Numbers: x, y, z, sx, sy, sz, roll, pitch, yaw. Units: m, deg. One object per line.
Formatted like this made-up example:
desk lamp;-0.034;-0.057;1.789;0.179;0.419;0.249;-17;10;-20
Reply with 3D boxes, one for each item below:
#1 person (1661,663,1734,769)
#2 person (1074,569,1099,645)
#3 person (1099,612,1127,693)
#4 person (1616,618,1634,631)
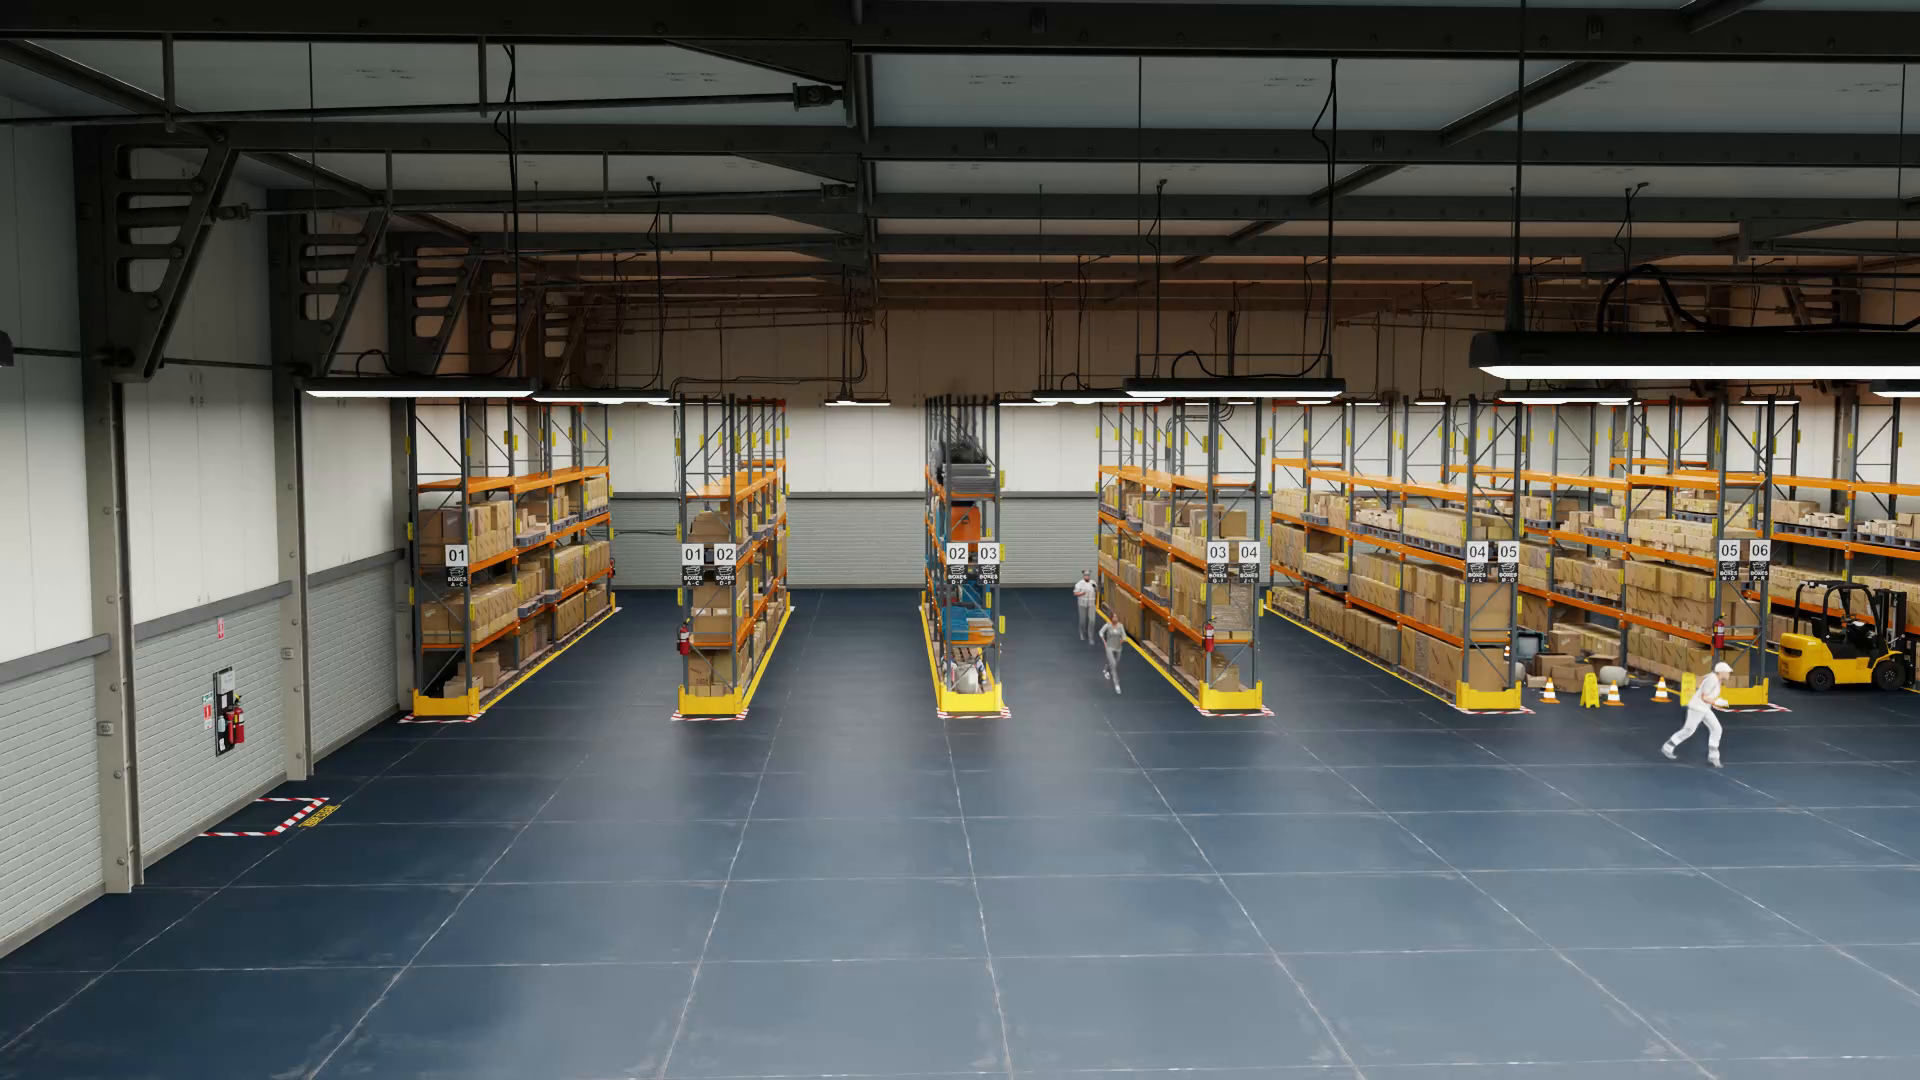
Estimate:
person;11.848;2.795;26.693;1.019;1.732;0.706;3;5;34
person;3.094;1.616;40.595;0.647;1.822;0.816;0;5;-4
person;3.136;2.255;33.929;0.506;1.599;1.035;-1;5;-18
person;16.344;1.640;40.826;0.600;1.724;0.857;-1;5;-8
